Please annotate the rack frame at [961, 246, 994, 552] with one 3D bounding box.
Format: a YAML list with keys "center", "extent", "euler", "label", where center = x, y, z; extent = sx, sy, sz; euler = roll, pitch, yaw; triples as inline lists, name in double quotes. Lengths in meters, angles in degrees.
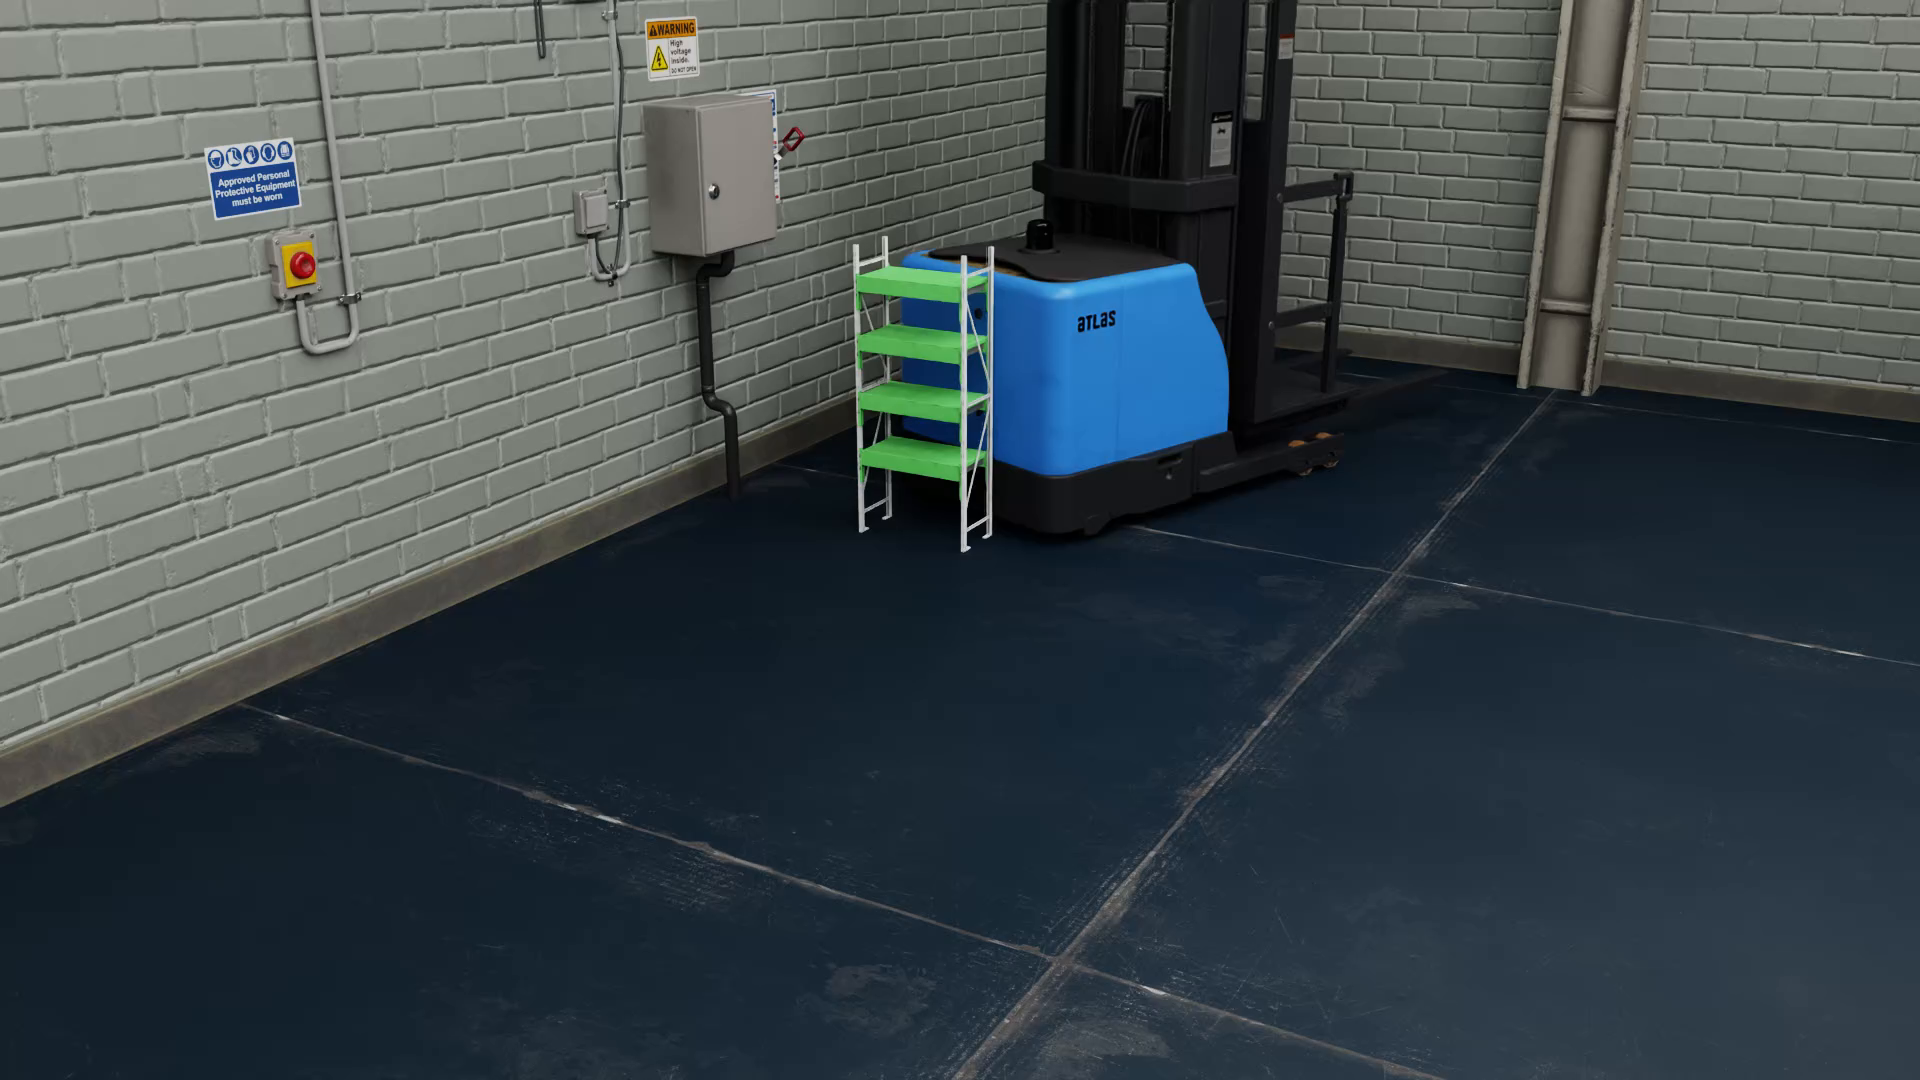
- center: [0.068, -0.551, 6.625]
  extent: [0.015, 1.200, 0.240]
  euler: [11, 23, 27]
  label: "rack frame"

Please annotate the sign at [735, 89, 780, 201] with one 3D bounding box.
- center: [-0.905, -1.740, 7.403]
  extent: [0.001, 0.494, 0.329]
  euler: [11, 23, 27]
  label: "sign"

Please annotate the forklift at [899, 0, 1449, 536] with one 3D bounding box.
- center: [1.176, -1.793, 7.509]
  extent: [3.031, 2.935, 1.130]
  euler: [-16, 26, -38]
  label: "forklift"

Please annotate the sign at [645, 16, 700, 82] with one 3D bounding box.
- center: [-1.173, -2.010, 6.795]
  extent: [0.001, 0.242, 0.339]
  euler: [11, 23, 27]
  label: "sign"

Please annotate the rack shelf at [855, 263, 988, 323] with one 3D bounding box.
- center: [-0.145, -0.983, 6.594]
  extent: [0.480, 0.148, 0.258]
  euler: [11, 23, 27]
  label: "rack shelf"

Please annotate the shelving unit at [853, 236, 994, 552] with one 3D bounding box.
- center: [-0.145, -0.592, 6.736]
  extent: [0.503, 1.200, 0.258]
  euler: [11, 23, 27]
  label: "shelving unit"

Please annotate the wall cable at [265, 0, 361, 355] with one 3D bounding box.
- center: [-2.117, -1.495, 5.051]
  extent: [0.123, 1.953, 0.585]
  euler: [11, 23, 27]
  label: "wall cable"

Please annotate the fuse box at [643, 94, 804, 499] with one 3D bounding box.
- center: [-0.965, -0.998, 7.106]
  extent: [0.414, 1.711, 0.539]
  euler: [11, 23, 27]
  label: "fuse box"

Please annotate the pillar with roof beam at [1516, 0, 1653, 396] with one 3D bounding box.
- center: [1.221, -3.805, 4.159]
  extent: [0.400, 9.000, 9.100]
  euler: [11, 23, 27]
  label: "pillar with roof beam"

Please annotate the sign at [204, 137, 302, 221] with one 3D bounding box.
- center: [-2.194, -1.125, 5.172]
  extent: [0.001, 0.218, 0.327]
  euler: [11, 23, 27]
  label: "sign"

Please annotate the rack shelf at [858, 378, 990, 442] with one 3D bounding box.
- center: [-0.145, -0.531, 6.758]
  extent: [0.480, 0.148, 0.258]
  euler: [11, 23, 27]
  label: "rack shelf"

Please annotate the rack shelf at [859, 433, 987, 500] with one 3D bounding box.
- center: [-0.145, -0.306, 6.840]
  extent: [0.480, 0.148, 0.258]
  euler: [11, 23, 27]
  label: "rack shelf"

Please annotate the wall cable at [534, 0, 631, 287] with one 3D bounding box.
- center: [-1.436, -1.904, 6.225]
  extent: [0.122, 1.984, 0.588]
  euler: [11, 23, 27]
  label: "wall cable"

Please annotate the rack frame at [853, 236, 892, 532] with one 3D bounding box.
- center: [-0.358, -0.632, 6.848]
  extent: [0.015, 1.200, 0.240]
  euler: [11, 23, 27]
  label: "rack frame"

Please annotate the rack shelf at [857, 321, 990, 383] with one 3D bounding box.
- center: [-0.145, -0.757, 6.676]
  extent: [0.480, 0.148, 0.258]
  euler: [11, 23, 27]
  label: "rack shelf"
